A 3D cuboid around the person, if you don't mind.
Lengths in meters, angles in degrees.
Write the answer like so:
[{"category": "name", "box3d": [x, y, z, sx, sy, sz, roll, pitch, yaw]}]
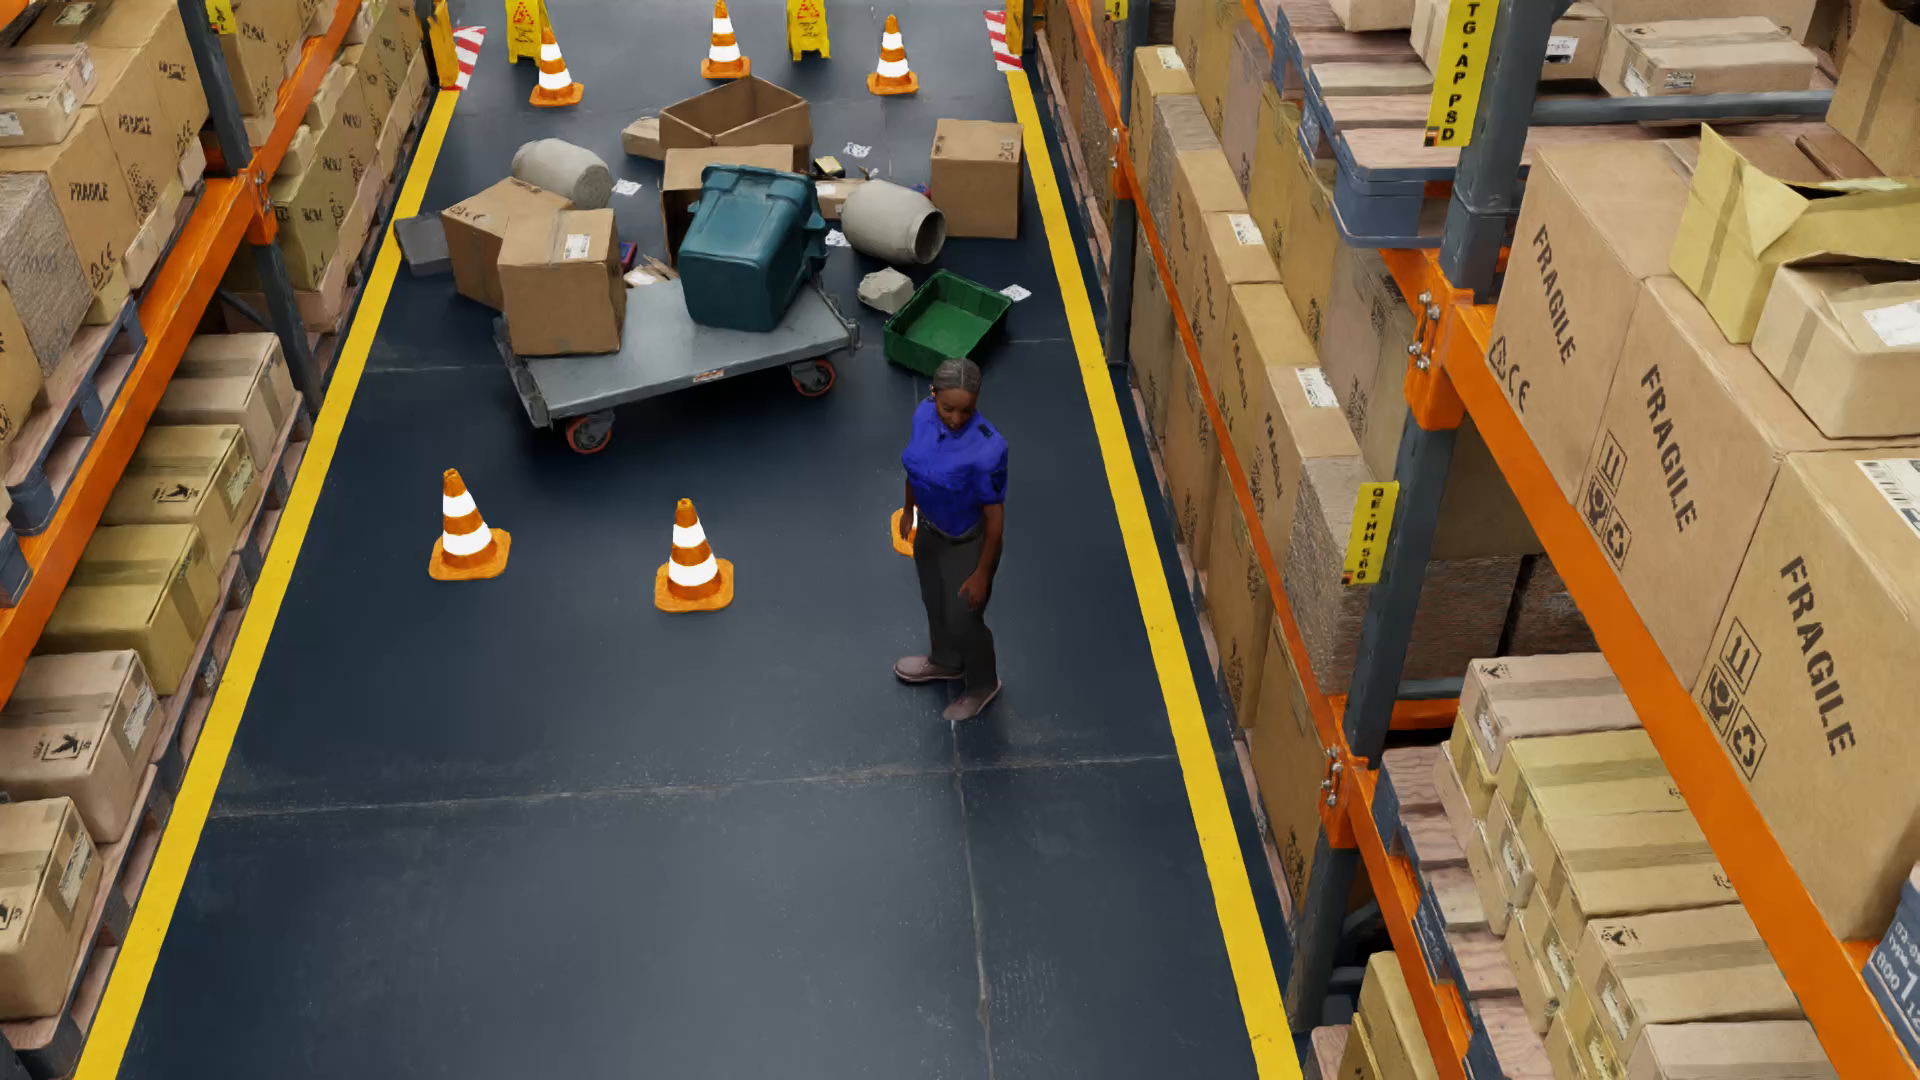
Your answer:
[{"category": "person", "box3d": [-0.026, 0.008, 6.174, 0.351, 1.704, 0.540, -24, 45, -26]}]
